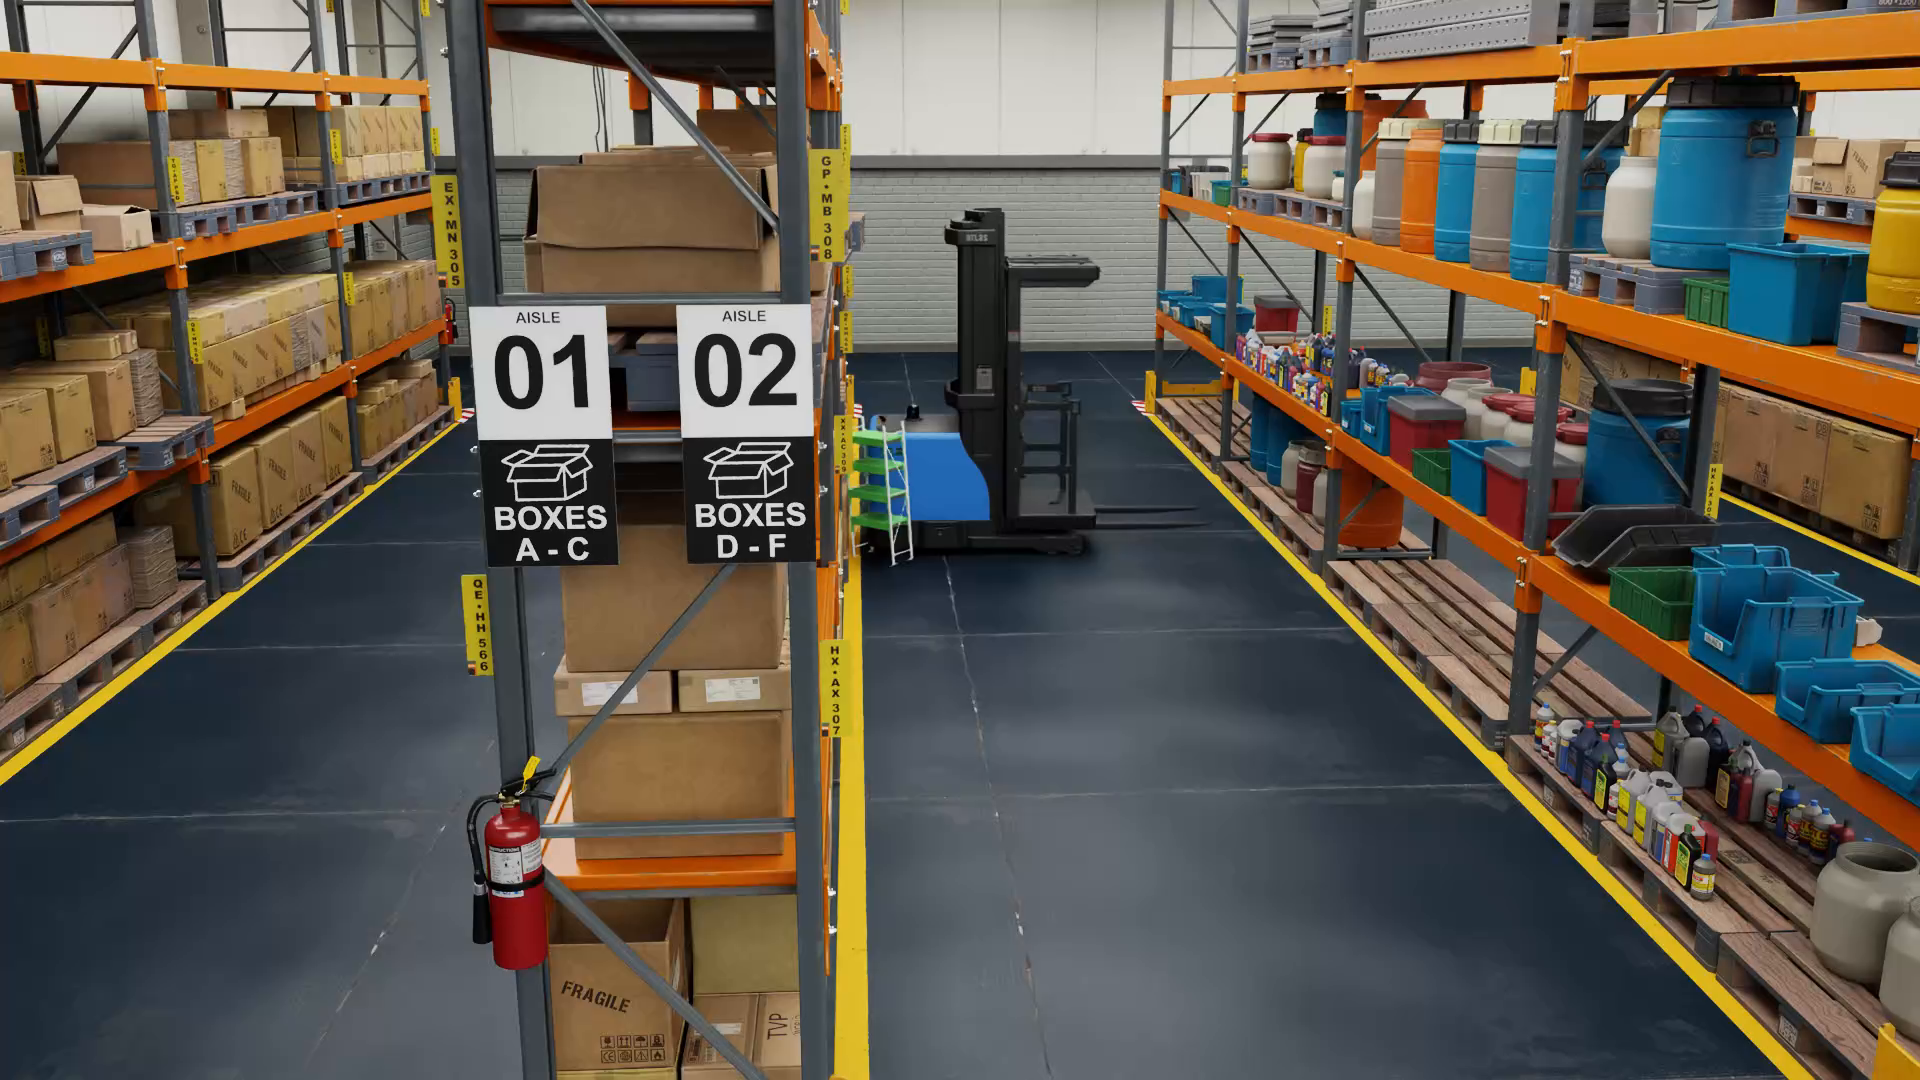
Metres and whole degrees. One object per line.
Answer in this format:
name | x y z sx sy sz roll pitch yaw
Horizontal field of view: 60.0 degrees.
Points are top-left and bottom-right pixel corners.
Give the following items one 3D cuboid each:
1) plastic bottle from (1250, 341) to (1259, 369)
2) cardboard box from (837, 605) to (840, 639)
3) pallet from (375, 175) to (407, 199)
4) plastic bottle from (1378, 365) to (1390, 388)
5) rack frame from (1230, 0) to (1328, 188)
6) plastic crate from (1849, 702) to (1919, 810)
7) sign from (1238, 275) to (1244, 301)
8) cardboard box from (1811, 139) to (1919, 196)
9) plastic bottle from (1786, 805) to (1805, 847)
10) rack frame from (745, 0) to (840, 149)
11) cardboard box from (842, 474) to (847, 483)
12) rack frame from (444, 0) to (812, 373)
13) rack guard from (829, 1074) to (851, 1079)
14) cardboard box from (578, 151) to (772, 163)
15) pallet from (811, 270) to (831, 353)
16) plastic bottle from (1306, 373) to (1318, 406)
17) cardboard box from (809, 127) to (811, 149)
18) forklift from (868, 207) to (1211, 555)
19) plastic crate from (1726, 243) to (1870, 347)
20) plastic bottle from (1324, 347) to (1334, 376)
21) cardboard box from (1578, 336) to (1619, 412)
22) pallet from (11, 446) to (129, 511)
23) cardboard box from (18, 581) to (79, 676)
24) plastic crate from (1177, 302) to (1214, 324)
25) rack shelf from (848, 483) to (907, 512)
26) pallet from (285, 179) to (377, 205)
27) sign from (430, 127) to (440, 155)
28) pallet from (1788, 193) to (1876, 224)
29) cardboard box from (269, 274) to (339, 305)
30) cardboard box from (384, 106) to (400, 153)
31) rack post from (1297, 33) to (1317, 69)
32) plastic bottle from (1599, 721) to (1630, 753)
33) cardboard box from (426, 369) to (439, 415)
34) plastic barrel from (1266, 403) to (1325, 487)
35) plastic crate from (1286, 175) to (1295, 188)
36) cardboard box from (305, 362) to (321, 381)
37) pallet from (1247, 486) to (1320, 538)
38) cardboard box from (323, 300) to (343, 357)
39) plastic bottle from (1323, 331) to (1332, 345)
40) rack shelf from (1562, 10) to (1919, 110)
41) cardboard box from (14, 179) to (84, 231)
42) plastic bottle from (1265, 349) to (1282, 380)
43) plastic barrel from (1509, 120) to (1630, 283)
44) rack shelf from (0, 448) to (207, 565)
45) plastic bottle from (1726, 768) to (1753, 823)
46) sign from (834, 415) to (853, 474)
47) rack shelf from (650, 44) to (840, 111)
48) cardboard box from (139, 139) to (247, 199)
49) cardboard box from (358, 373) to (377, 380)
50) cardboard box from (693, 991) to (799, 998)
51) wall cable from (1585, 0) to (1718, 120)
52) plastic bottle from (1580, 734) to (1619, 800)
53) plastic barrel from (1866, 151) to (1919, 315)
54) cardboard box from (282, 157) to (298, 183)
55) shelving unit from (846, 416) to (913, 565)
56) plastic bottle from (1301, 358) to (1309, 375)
plastic bottle | 2.905 -1.820 16.338 0.097 0.271 0.097 0 14 0
cardboard box | -0.998 0.567 10.352 0.500 0.311 0.500 -1 14 -4
pallet | -6.747 -3.887 18.270 1.003 0.211 1.213 -1 14 -3
plastic bottle | 3.766 -1.414 14.760 0.097 0.271 0.097 0 14 0
rack frame | 3.254 -5.029 16.512 1.000 3.000 0.127 -1 14 -3
plastic crate | 3.667 0.813 6.145 0.499 0.251 0.616 -1 14 -3
sign | 3.554 -3.210 21.154 0.100 0.325 0.005 -1 14 -3
cardboard box | 8.297 -3.419 15.225 0.797 0.503 0.637 -1 14 -4
plastic bottle | 4.162 1.413 8.249 0.097 0.201 0.097 0 14 0
rack frame | -1.691 -4.953 16.219 1.000 3.000 0.127 -1 14 -3
cardboard box | -1.224 -0.303 14.319 0.500 0.500 0.500 -1 14 -5
rack frame | -0.947 -1.969 4.619 1.000 3.000 0.127 -1 14 -3
rack guard | -0.946 2.153 5.655 1.175 0.500 0.348 -1 14 -3
cardboard box | -1.219 -1.421 7.177 0.797 0.503 0.637 1 14 3
pallet | -1.044 -0.954 6.871 1.003 0.211 1.213 -1 14 -3
plastic bottle | 3.035 -1.295 14.299 0.097 0.271 0.097 0 14 0
cardboard box | -1.669 -3.509 15.379 0.600 0.600 0.600 -1 14 -4
forklift | 0.701 -1.422 14.669 3.031 2.935 1.130 0 14 -1
plastic crate | 3.578 -1.054 7.114 0.392 0.384 0.575 -1 14 -3
plastic bottle | 3.539 -1.712 15.918 0.097 0.271 0.097 0 14 0
cardboard box | 8.125 -1.985 20.142 0.875 0.875 0.875 -1 14 -3
pallet | -6.223 -0.391 10.912 1.003 0.211 1.213 -1 14 -3
cardboard box | -6.274 0.579 10.892 0.700 0.500 0.500 -1 14 -3
plastic crate | 2.774 -2.672 19.608 0.416 0.233 0.300 -1 14 -3
rack shelf | -0.698 -0.366 14.205 0.480 0.148 0.258 10 20 42
pallet | -6.675 -3.584 17.094 1.003 0.211 1.213 -1 14 -3
sign | -6.340 -4.813 20.077 0.100 0.325 0.005 -1 14 -3
pallet | 8.280 -3.004 15.040 1.003 0.211 1.213 0 14 -1
cardboard box | -6.350 -2.424 16.084 0.500 0.250 0.500 -1 14 -2
cardboard box | -6.504 -4.528 18.339 0.500 0.500 0.500 -2 15 -6
rack post | 3.506 -4.285 14.626 0.937 0.300 0.954 1 14 3
plastic bottle | 3.529 1.141 9.006 0.144 0.351 0.185 -1 14 -3
cardboard box | -6.739 -1.786 20.120 0.700 0.500 0.500 -1 14 -3
plastic barrel | 3.314 -0.999 16.257 0.600 0.901 0.708 -1 14 -3
plastic crate | 3.450 -3.826 18.119 0.497 0.269 0.590 -1 14 -3
cardboard box | -6.246 -1.587 15.637 0.380 0.149 0.250 -1 14 -3
pallet | 3.338 -0.276 15.677 1.003 0.211 1.213 -1 14 -3
cardboard box | -6.354 -2.062 16.182 0.500 0.500 0.500 -1 14 -4
plastic bottle | 3.637 -1.876 16.397 0.144 0.351 0.185 -1 14 -3
rack shelf | 3.873 -2.000 6.986 1.077 0.370 4.000 -1 14 -3
cardboard box | -6.399 -2.164 11.151 0.797 0.503 0.637 1 14 4
plastic bottle | 2.974 -1.654 15.686 0.152 0.276 0.135 -1 14 -3
plastic barrel | 3.501 -1.952 9.569 0.600 0.901 0.708 -1 14 -3
rack shelf | -6.263 -0.130 10.955 1.077 0.370 4.000 -1 14 -3
plastic bottle | 4.009 1.295 8.543 0.061 0.283 0.133 -1 14 -3
sign | -0.641 -0.525 9.150 0.100 0.325 0.005 -1 14 -3
rack shelf | -1.319 -2.919 10.558 1.077 0.370 4.000 -1 14 -3
cardboard box | -6.623 -3.201 14.345 0.700 0.500 0.500 -1 14 -3
cardboard box | -6.866 -1.812 18.923 0.380 0.149 0.250 -1 14 -3
cardboard box | -0.793 1.804 6.672 0.500 0.250 0.500 -1 14 -3
wall cable | 11.039 -9.118 25.947 2.277 5.999 0.120 -1 14 -3
plastic bottle | 3.397 1.190 8.815 0.144 0.351 0.185 -1 15 -6
plastic barrel | 3.800 -1.168 6.305 0.600 0.588 0.600 0 14 0
cardboard box | -6.911 -3.769 16.893 0.500 0.250 0.500 -1 14 -3
shelving unit | -0.702 -0.427 14.189 0.503 1.200 0.258 10 20 42
plastic bottle | 3.112 -1.499 15.065 0.061 0.283 0.133 -1 14 -3
